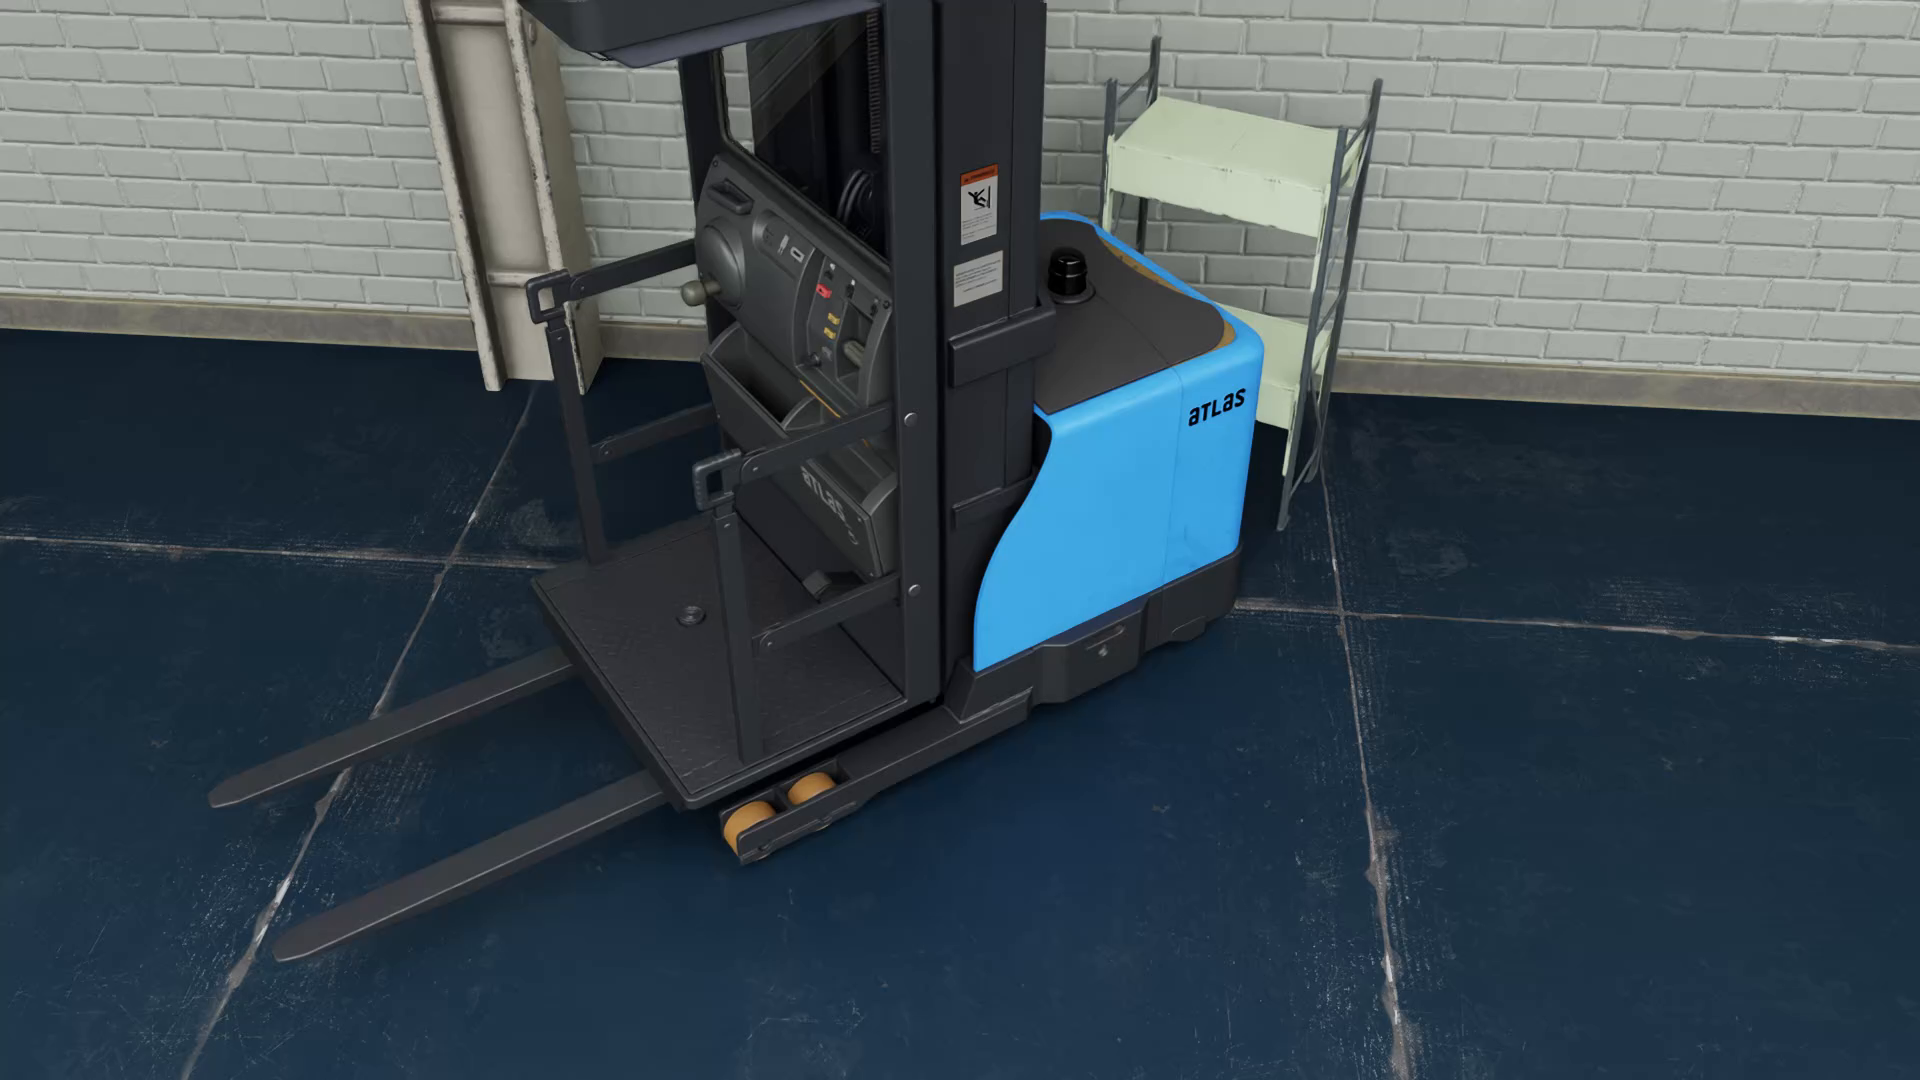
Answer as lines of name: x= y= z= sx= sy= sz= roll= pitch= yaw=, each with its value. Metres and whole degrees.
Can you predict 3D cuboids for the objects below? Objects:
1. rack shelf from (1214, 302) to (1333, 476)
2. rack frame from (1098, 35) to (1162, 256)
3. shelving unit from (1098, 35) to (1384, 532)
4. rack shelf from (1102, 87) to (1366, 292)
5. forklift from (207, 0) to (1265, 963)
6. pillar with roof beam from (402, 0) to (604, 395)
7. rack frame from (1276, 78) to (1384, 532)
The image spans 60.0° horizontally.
rack shelf: x=0.877 y=-0.578 z=5.789 sx=0.720 sy=0.370 sz=0.431 roll=18 pitch=42 yaw=21
rack frame: x=0.551 y=-0.936 z=5.712 sx=0.023 sy=1.500 sz=0.400 roll=18 pitch=42 yaw=21
shelving unit: x=0.877 y=-0.831 z=5.583 sx=0.755 sy=1.500 sz=0.431 roll=18 pitch=42 yaw=21
rack shelf: x=0.877 y=-1.134 z=5.337 sx=0.720 sy=0.370 sz=0.431 roll=18 pitch=42 yaw=21
forklift: x=-0.614 y=-0.624 z=4.195 sx=3.031 sy=2.935 sz=1.130 roll=-23 pitch=44 yaw=-25
pillar with roof beam: x=-2.005 y=-1.451 z=0.404 sx=0.400 sy=9.000 sz=9.100 roll=3 pitch=39 yaw=4
rack frame: x=1.203 y=-0.726 z=5.454 sx=0.023 sy=1.500 sz=0.400 roll=18 pitch=42 yaw=21
